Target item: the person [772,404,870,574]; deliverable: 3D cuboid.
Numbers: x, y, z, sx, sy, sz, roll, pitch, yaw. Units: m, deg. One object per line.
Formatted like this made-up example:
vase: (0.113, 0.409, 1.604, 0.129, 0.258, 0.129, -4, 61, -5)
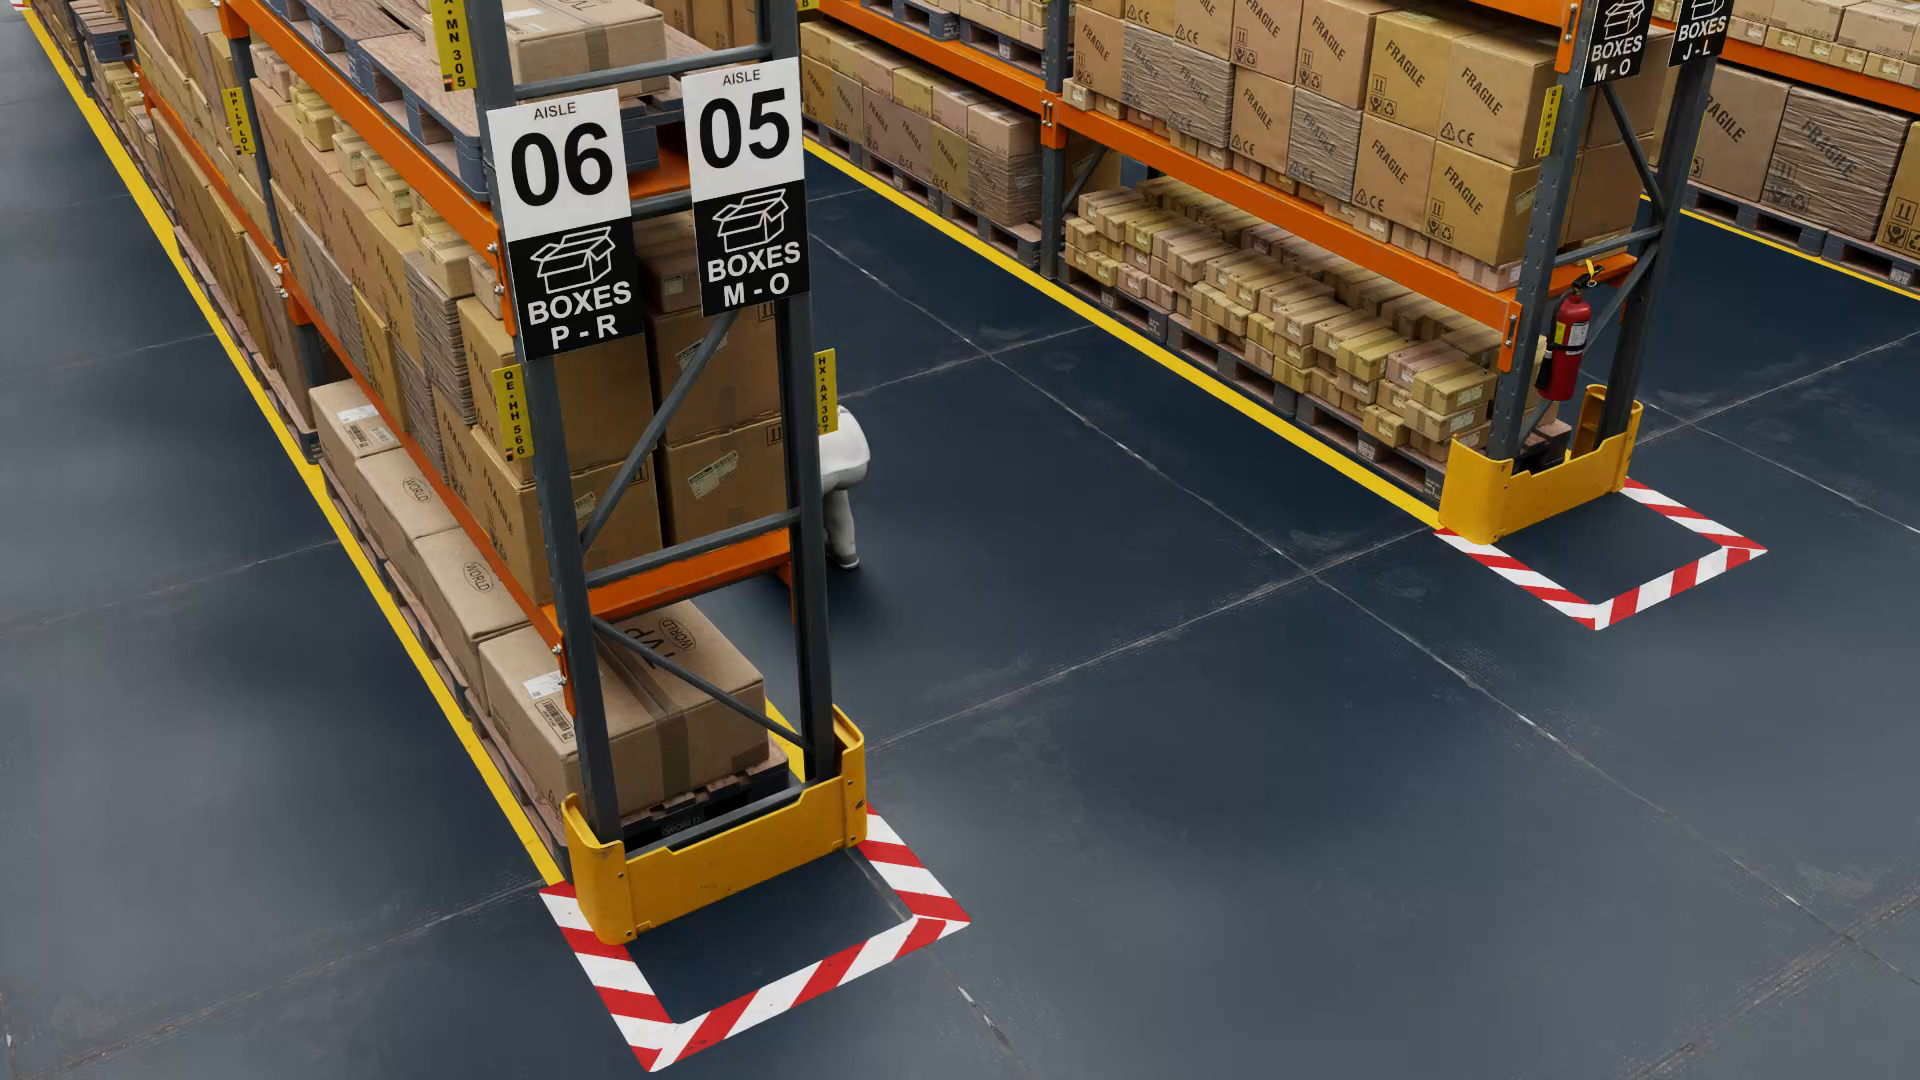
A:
person: (-0.853, -0.338, 8.439, 0.544, 0.929, 1.024, -21, 38, -29)
